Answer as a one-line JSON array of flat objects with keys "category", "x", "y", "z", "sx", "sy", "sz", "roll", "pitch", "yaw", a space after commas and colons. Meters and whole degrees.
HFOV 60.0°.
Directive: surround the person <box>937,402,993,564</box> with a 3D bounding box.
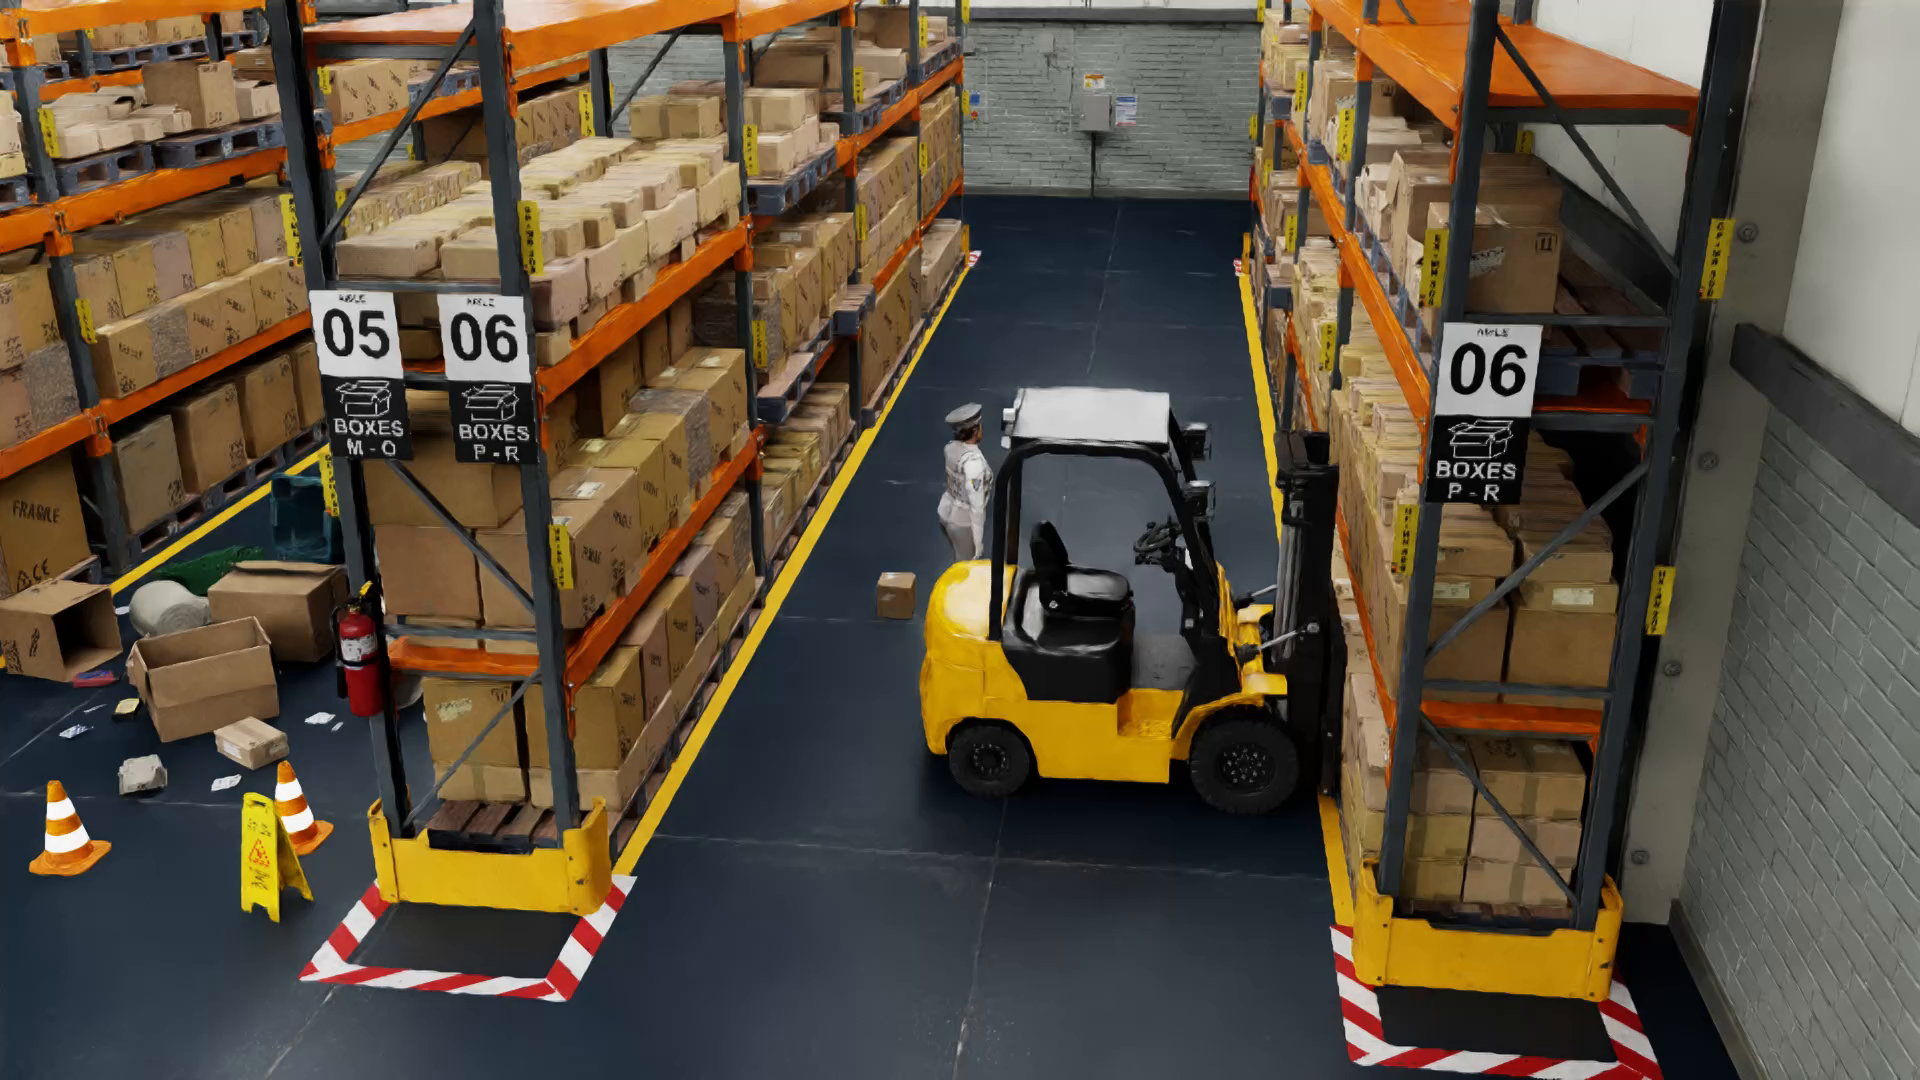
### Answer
[{"category": "person", "x": 0.106, "y": -0.096, "z": 11.253, "sx": 0.475, "sy": 1.686, "sz": 0.530, "roll": -9, "pitch": 23, "yaw": -21}]
